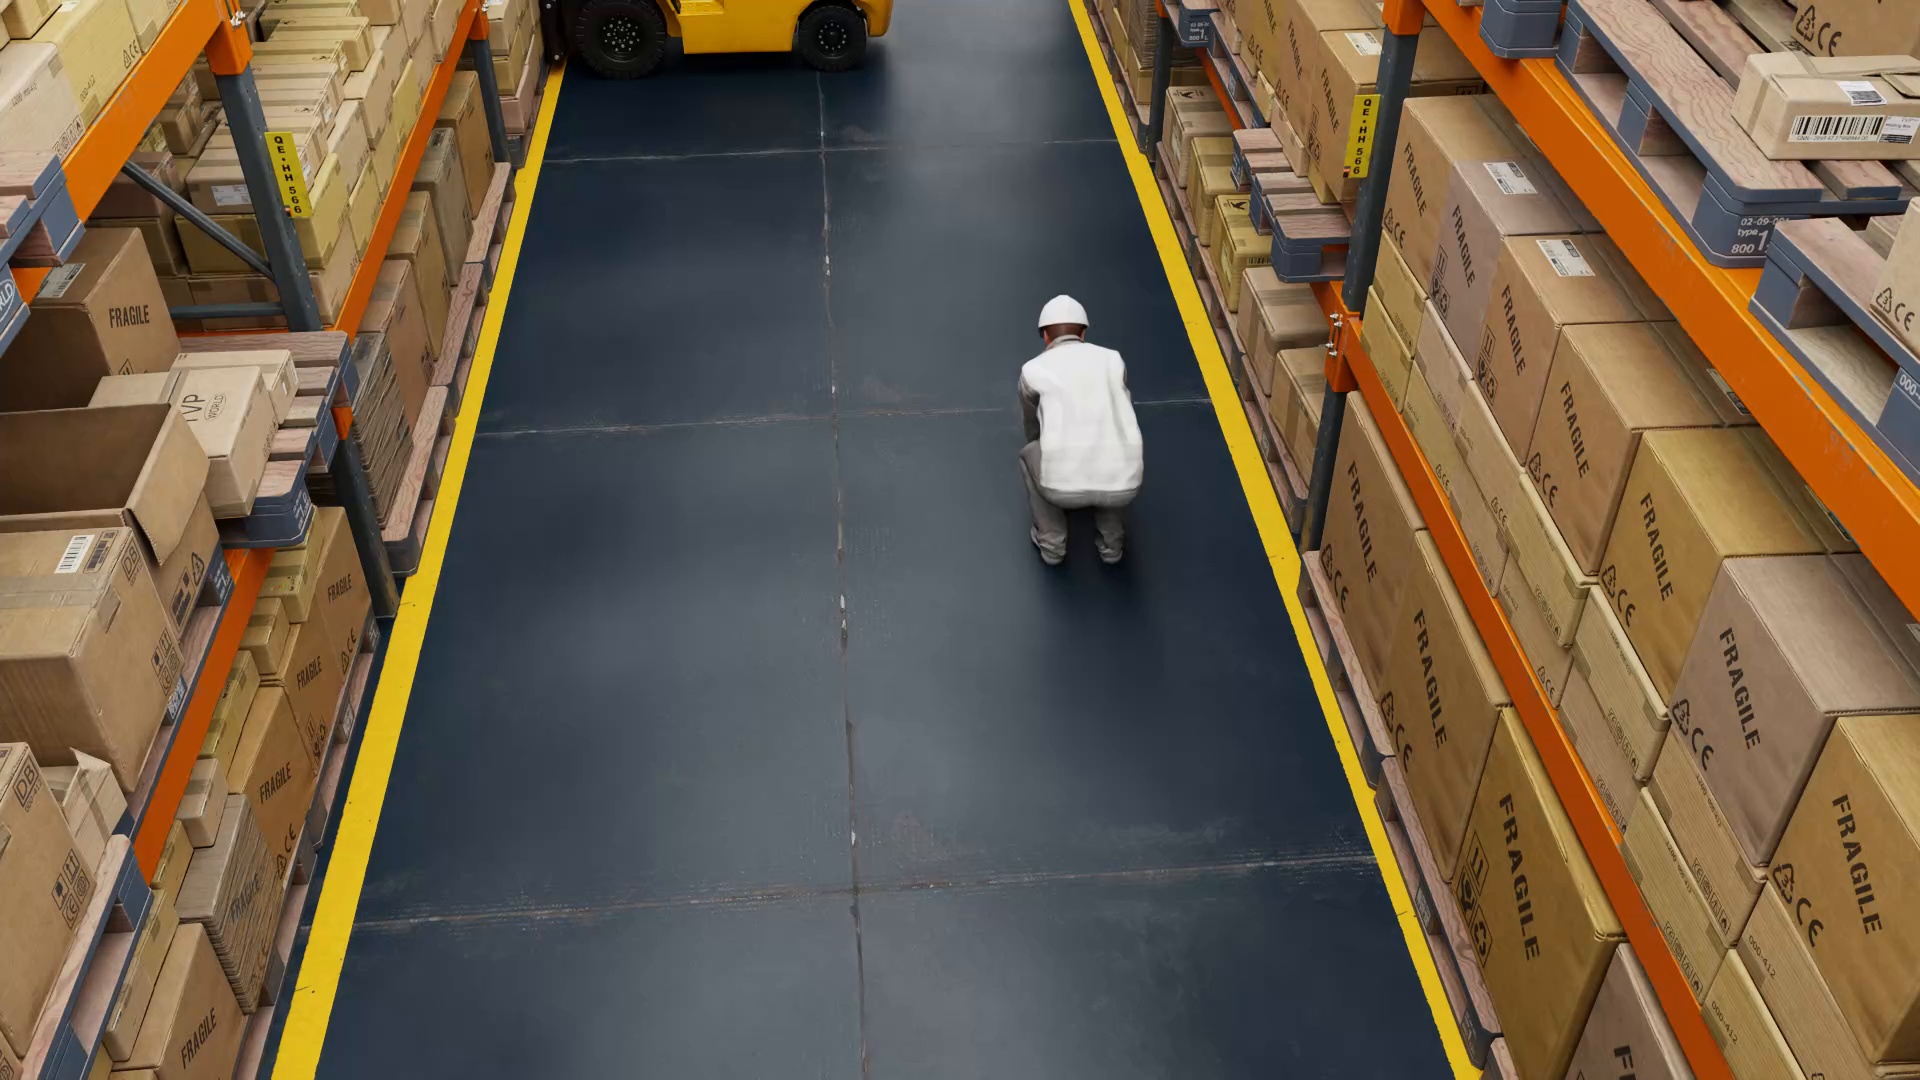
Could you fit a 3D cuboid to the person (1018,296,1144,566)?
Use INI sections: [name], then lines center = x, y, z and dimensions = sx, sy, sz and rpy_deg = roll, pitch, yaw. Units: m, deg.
[person]
center = 0.518, -0.449, 7.308
dimensions = 0.514, 1.009, 0.900
rpy_deg = -3, 39, -3
